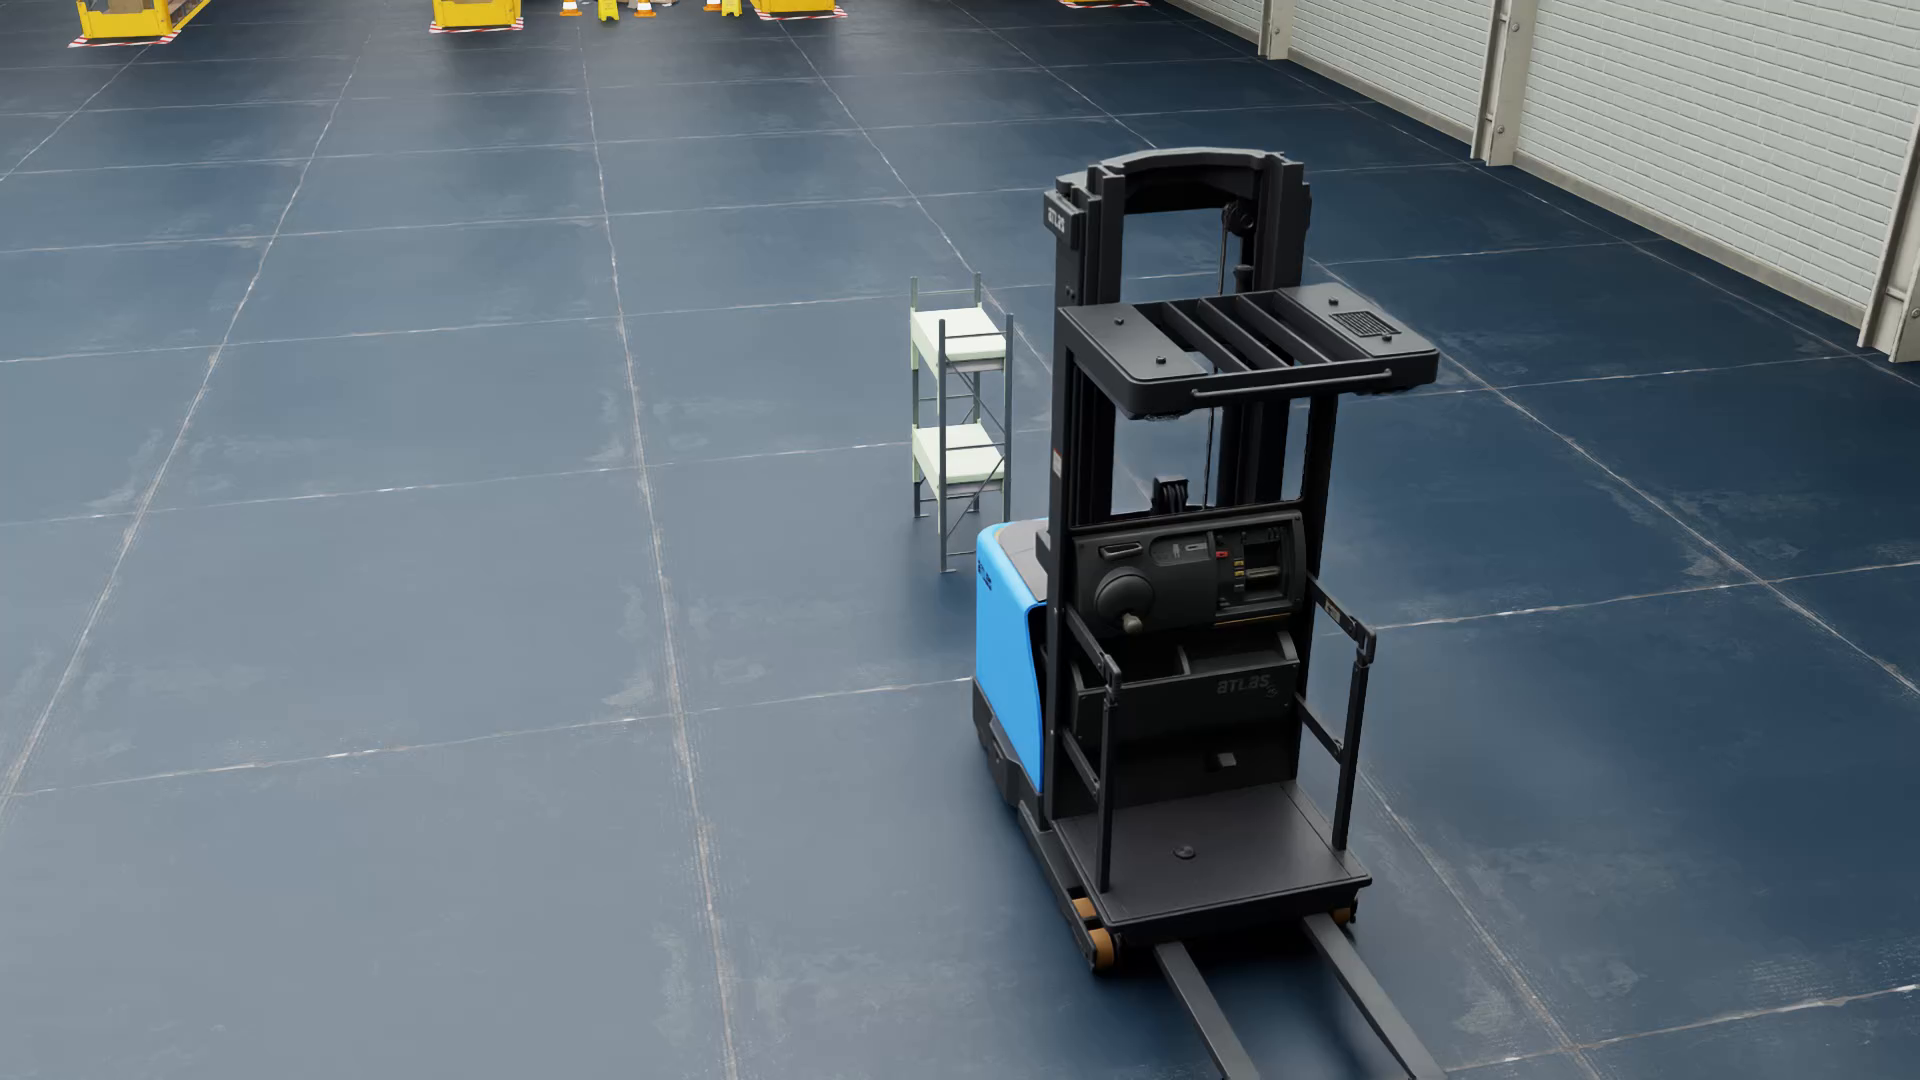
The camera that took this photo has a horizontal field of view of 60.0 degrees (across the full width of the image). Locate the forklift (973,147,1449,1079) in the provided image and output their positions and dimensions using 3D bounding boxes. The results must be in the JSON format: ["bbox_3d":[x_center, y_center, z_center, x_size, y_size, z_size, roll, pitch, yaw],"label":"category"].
[{"bbox_3d":[0.944,0.166,6.169,1.130,2.935,3.031,-7,28,-14],"label":"forklift"}]

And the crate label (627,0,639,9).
[{"bbox_3d":[-5.166,-8.615,26.667,0.250,0.136,0.298,-23,35,-38],"label":"crate label"}]

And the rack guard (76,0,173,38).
[{"bbox_3d":[-12.242,-7.670,24.391,1.175,0.500,0.348,-6,27,-12],"label":"rack guard"}]

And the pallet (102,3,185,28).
[{"bbox_3d":[-12.391,-7.901,25.170,1.003,0.211,1.213,-6,27,-12],"label":"pallet"}]

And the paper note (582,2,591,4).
[{"bbox_3d":[-6.060,-8.728,27.010,0.144,0.017,0.142,3,27,6],"label":"paper note"}]

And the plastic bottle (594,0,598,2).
[{"bbox_3d":[-5.969,-8.894,27.304,0.133,0.061,0.283,-16,31,-29],"label":"plastic bottle"}]

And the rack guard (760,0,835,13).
[{"bbox_3d":[-2.587,-8.676,26.385,1.175,0.500,0.348,-6,27,-12],"label":"rack guard"}]

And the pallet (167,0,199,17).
[{"bbox_3d":[-12.662,-8.436,26.229,1.003,0.211,1.213,-6,27,-12],"label":"pallet"}]

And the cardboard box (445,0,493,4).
[{"bbox_3d":[-7.587,-8.742,25.632,0.875,0.875,0.875,-6,27,-11],"label":"cardboard box"}]

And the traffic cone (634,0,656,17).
[{"bbox_3d":[-4.928,-8.422,25.922,0.336,0.463,0.334,-6,27,-12],"label":"traffic cone"}]

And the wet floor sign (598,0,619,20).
[{"bbox_3d":[-5.434,-8.349,25.575,0.267,0.644,0.232,-11,29,-20],"label":"wet floor sign"}]

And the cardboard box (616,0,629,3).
[{"bbox_3d":[-5.432,-9.158,27.336,0.637,0.503,0.797,19,32,32],"label":"cardboard box"}]

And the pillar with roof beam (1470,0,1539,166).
[{"bbox_3d":[1.497,-7.635,14.889,9.100,9.000,0.400,-6,27,-12],"label":"pillar with roof beam"}]

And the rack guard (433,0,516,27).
[{"bbox_3d":[-7.364,-8.085,25.214,1.175,0.500,0.348,-6,27,-12],"label":"rack guard"}]

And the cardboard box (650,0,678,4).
[{"bbox_3d":[-4.833,-8.856,27.131,0.380,0.149,0.250,8,28,15],"label":"cardboard box"}]

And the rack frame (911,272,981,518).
[{"bbox_3d":[-0.081,-0.827,9.725,0.400,1.500,0.023,-6,27,-12],"label":"rack frame"}]

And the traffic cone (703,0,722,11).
[{"bbox_3d":[-3.924,-8.684,26.441,0.336,0.463,0.334,-6,27,-12],"label":"traffic cone"}]

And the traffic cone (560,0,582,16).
[{"bbox_3d":[-6.106,-8.457,25.991,0.336,0.463,0.334,-6,27,-12],"label":"traffic cone"}]

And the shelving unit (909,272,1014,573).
[{"bbox_3d":[0.002,-0.667,9.406,0.431,1.500,0.755,-6,27,-12],"label":"shelving unit"}]

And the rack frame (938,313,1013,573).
[{"bbox_3d":[0.084,-0.506,9.088,0.400,1.500,0.023,-6,27,-12],"label":"rack frame"}]

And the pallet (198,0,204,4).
[{"bbox_3d":[-12.940,-8.972,27.292,1.003,0.211,1.213,-6,27,-12],"label":"pallet"}]

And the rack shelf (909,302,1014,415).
[{"bbox_3d":[0.002,-1.015,9.230,0.431,0.370,0.720,-6,27,-12],"label":"rack shelf"}]

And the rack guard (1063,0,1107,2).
[{"bbox_3d":[2.271,-9.138,27.300,1.175,0.500,0.348,-6,27,-12],"label":"rack guard"}]

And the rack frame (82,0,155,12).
[{"bbox_3d":[-12.225,-8.752,23.762,1.000,3.000,0.127,-6,27,-12],"label":"rack frame"}]

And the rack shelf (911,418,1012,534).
[{"bbox_3d":[0.002,-0.376,9.553,0.431,0.370,0.720,-6,27,-12],"label":"rack shelf"}]

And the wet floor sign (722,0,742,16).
[{"bbox_3d":[-3.569,-8.516,25.905,0.267,0.644,0.232,3,27,6],"label":"wet floor sign"}]

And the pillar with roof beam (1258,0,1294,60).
[{"bbox_3d":[0.144,-10.269,20.108,9.100,9.000,0.400,-6,27,-12],"label":"pillar with roof beam"}]

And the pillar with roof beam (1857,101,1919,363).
[{"bbox_3d":[2.849,-5.001,9.670,9.100,9.000,0.400,-6,27,-12],"label":"pillar with roof beam"}]

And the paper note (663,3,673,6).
[{"bbox_3d":[-4.722,-8.646,26.846,0.148,0.019,0.142,-16,31,-29],"label":"paper note"}]

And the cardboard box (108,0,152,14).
[{"bbox_3d":[-12.349,-8.100,24.777,0.500,0.500,0.500,-1,27,-2],"label":"cardboard box"}]
